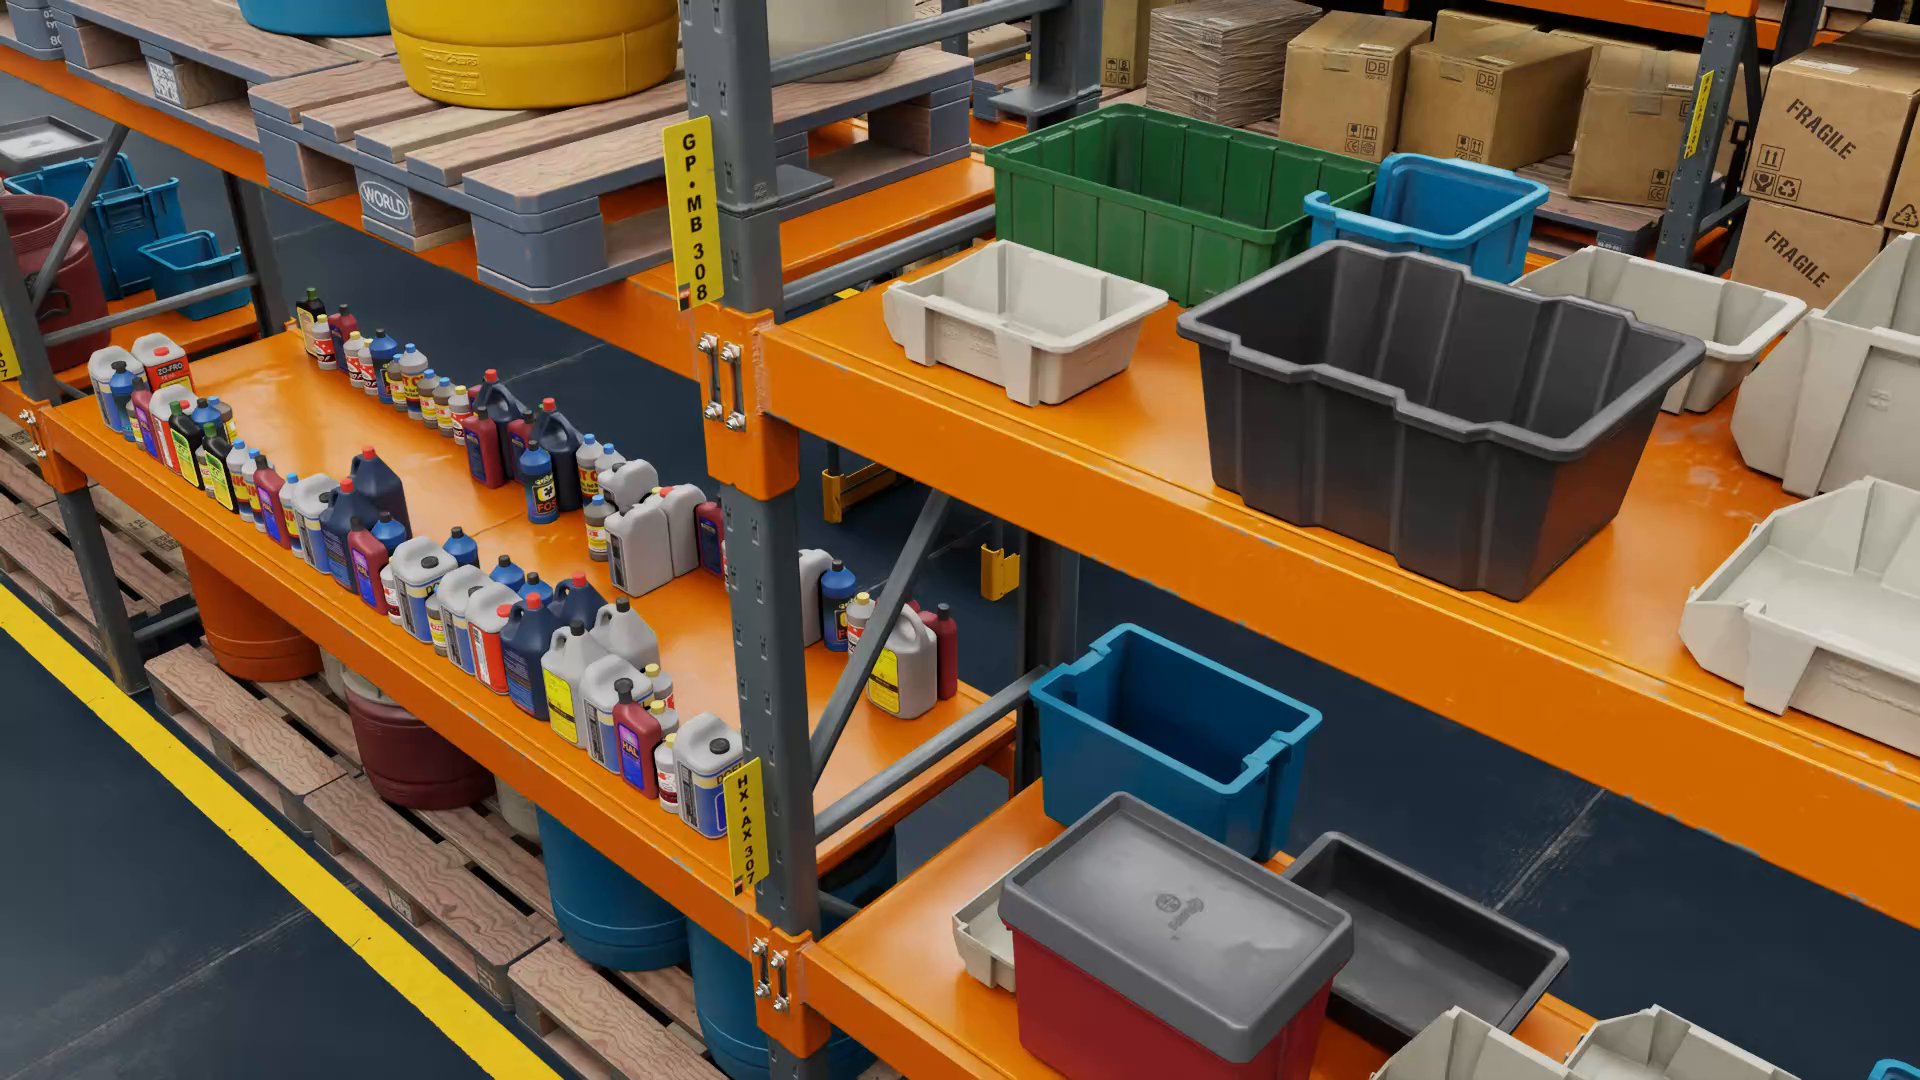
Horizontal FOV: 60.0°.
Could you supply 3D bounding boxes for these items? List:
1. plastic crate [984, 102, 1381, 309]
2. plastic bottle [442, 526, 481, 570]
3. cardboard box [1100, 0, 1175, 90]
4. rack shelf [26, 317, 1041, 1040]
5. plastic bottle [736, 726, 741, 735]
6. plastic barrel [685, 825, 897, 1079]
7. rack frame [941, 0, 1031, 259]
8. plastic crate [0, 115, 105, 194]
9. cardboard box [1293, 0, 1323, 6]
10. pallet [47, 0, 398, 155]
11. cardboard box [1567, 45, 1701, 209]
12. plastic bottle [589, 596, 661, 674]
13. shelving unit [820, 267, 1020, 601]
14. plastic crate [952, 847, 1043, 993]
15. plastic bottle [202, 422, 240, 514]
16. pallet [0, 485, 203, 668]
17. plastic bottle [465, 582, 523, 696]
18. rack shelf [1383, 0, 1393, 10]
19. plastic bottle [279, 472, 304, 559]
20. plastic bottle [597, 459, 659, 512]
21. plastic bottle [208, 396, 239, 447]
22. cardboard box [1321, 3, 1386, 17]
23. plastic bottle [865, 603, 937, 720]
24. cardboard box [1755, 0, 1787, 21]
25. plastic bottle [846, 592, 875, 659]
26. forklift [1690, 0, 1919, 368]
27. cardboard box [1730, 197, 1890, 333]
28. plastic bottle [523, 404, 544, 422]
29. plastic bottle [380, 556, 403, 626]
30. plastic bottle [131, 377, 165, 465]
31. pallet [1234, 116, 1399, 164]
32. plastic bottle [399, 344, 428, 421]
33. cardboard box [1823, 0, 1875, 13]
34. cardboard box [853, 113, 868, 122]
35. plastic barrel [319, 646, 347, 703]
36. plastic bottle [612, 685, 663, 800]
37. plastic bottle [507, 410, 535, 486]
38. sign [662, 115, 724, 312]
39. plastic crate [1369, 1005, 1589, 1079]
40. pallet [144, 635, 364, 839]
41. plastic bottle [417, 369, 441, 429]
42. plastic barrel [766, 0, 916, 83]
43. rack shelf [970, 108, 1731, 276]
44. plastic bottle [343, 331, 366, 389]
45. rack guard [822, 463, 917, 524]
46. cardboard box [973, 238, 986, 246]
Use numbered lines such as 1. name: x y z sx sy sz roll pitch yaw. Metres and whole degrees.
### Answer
1. plastic crate: 0.432 -0.639 3.201 0.662 0.188 0.450 25 39 35
2. plastic bottle: -1.441 0.084 4.826 0.097 0.271 0.097 0 31 0
3. cardboard box: 0.819 -2.801 8.991 0.500 0.500 0.700 12 33 19
4. rack shelf: -1.568 0.140 5.307 4.000 0.370 1.077 25 39 35
5. plastic bottle: -0.524 0.542 4.134 0.097 0.201 0.097 0 31 0
6. plastic barrel: -0.477 1.048 4.728 0.708 0.901 0.600 25 39 35
7. rack frame: 0.276 -2.753 9.415 0.127 3.000 1.000 25 39 35
8. plastic crate: -4.043 -1.564 7.378 0.583 0.464 0.402 25 39 35
9. cardboard box: 2.648 -4.538 13.650 0.500 0.250 0.500 26 40 36
10. pallet: -1.575 -1.306 4.285 1.213 0.211 1.003 25 39 35
11. cardboard box: 3.041 -1.841 7.396 0.500 0.500 0.700 12 33 19
12. plastic bottle: -0.889 0.297 4.396 0.185 0.351 0.144 25 39 35
13. shelving unit: -0.057 -0.669 7.407 1.083 1.500 0.587 25 39 35
14. plastic crate: 0.164 0.827 3.666 0.243 0.136 0.396 25 39 35
15. plastic bottle: -2.364 -0.233 5.342 0.133 0.283 0.061 25 39 35
16. pallet: -3.599 0.051 7.460 1.213 0.211 1.003 25 39 35
17. plastic bottle: -1.239 0.263 4.525 0.135 0.276 0.152 25 39 35
18. rack shelf: 2.114 -5.033 13.899 4.000 0.370 1.077 25 39 35
19. plastic bottle: -2.023 -0.082 5.102 0.097 0.271 0.097 0 31 0
20. plastic bottle: -1.031 -0.130 5.177 0.135 0.276 0.152 25 39 35
21. plastic bottle: -2.534 -0.396 5.692 0.097 0.201 0.097 0 31 0
22. cardboard box: 3.029 -3.996 13.476 0.500 0.500 0.700 26 39 36
23. plastic bottle: -0.158 0.285 4.416 0.185 0.351 0.144 25 39 35
24. cardboard box: 5.386 -3.538 10.943 0.250 0.149 0.380 25 39 35
25. plastic bottle: -0.267 0.240 4.636 0.097 0.201 0.097 0 31 0
26. forklift: 4.696 -2.391 8.880 3.031 2.935 1.130 26 40 36
27. cardboard box: 3.437 -1.131 6.624 0.500 0.500 0.500 26 40 36
28. plastic bottle: -1.381 -0.328 5.500 0.133 0.283 0.061 25 39 35
29. plastic bottle: -1.615 0.139 4.804 0.097 0.201 0.097 0 31 0
30. plastic bottle: -2.734 -0.406 5.629 0.133 0.283 0.061 25 39 35
31. pallet: 1.721 -2.000 8.350 1.213 0.211 1.003 25 39 35
32. plastic bottle: -1.931 -0.567 5.908 0.097 0.271 0.097 0 31 0
33. cardboard box: 5.667 -3.680 10.549 0.500 0.500 0.500 25 39 35
34. cardboard box: -0.687 -2.645 10.950 0.500 0.311 0.500 24 38 34
35. plastic barrel: -2.198 0.349 6.266 0.421 0.512 0.421 0 31 0
36. plastic bottle: -0.796 0.498 4.127 0.133 0.283 0.061 25 39 35
37. plastic bottle: -1.422 -0.305 5.461 0.133 0.283 0.061 25 39 35
38. sign: -0.455 -0.555 2.847 0.005 0.325 0.100 25 39 35
39. plastic crate: 0.924 1.148 2.992 0.530 0.282 0.437 25 39 35
40. pallet: -2.438 0.591 6.563 1.213 0.211 1.003 25 39 35
41. plastic bottle: -1.859 -0.503 5.870 0.097 0.201 0.097 0 31 0
42. plastic barrel: -0.307 -1.277 3.516 0.433 0.535 0.433 0 31 0
43. rack shelf: 1.759 -1.753 8.451 4.000 0.370 1.077 25 39 35
44. plastic bottle: -2.220 -0.672 6.150 0.097 0.201 0.097 0 31 0
45. rack guard: -0.426 -0.306 8.016 0.087 0.250 0.587 25 39 35
46. cardboard box: 0.422 -1.604 9.503 0.500 0.500 0.500 27 40 37
